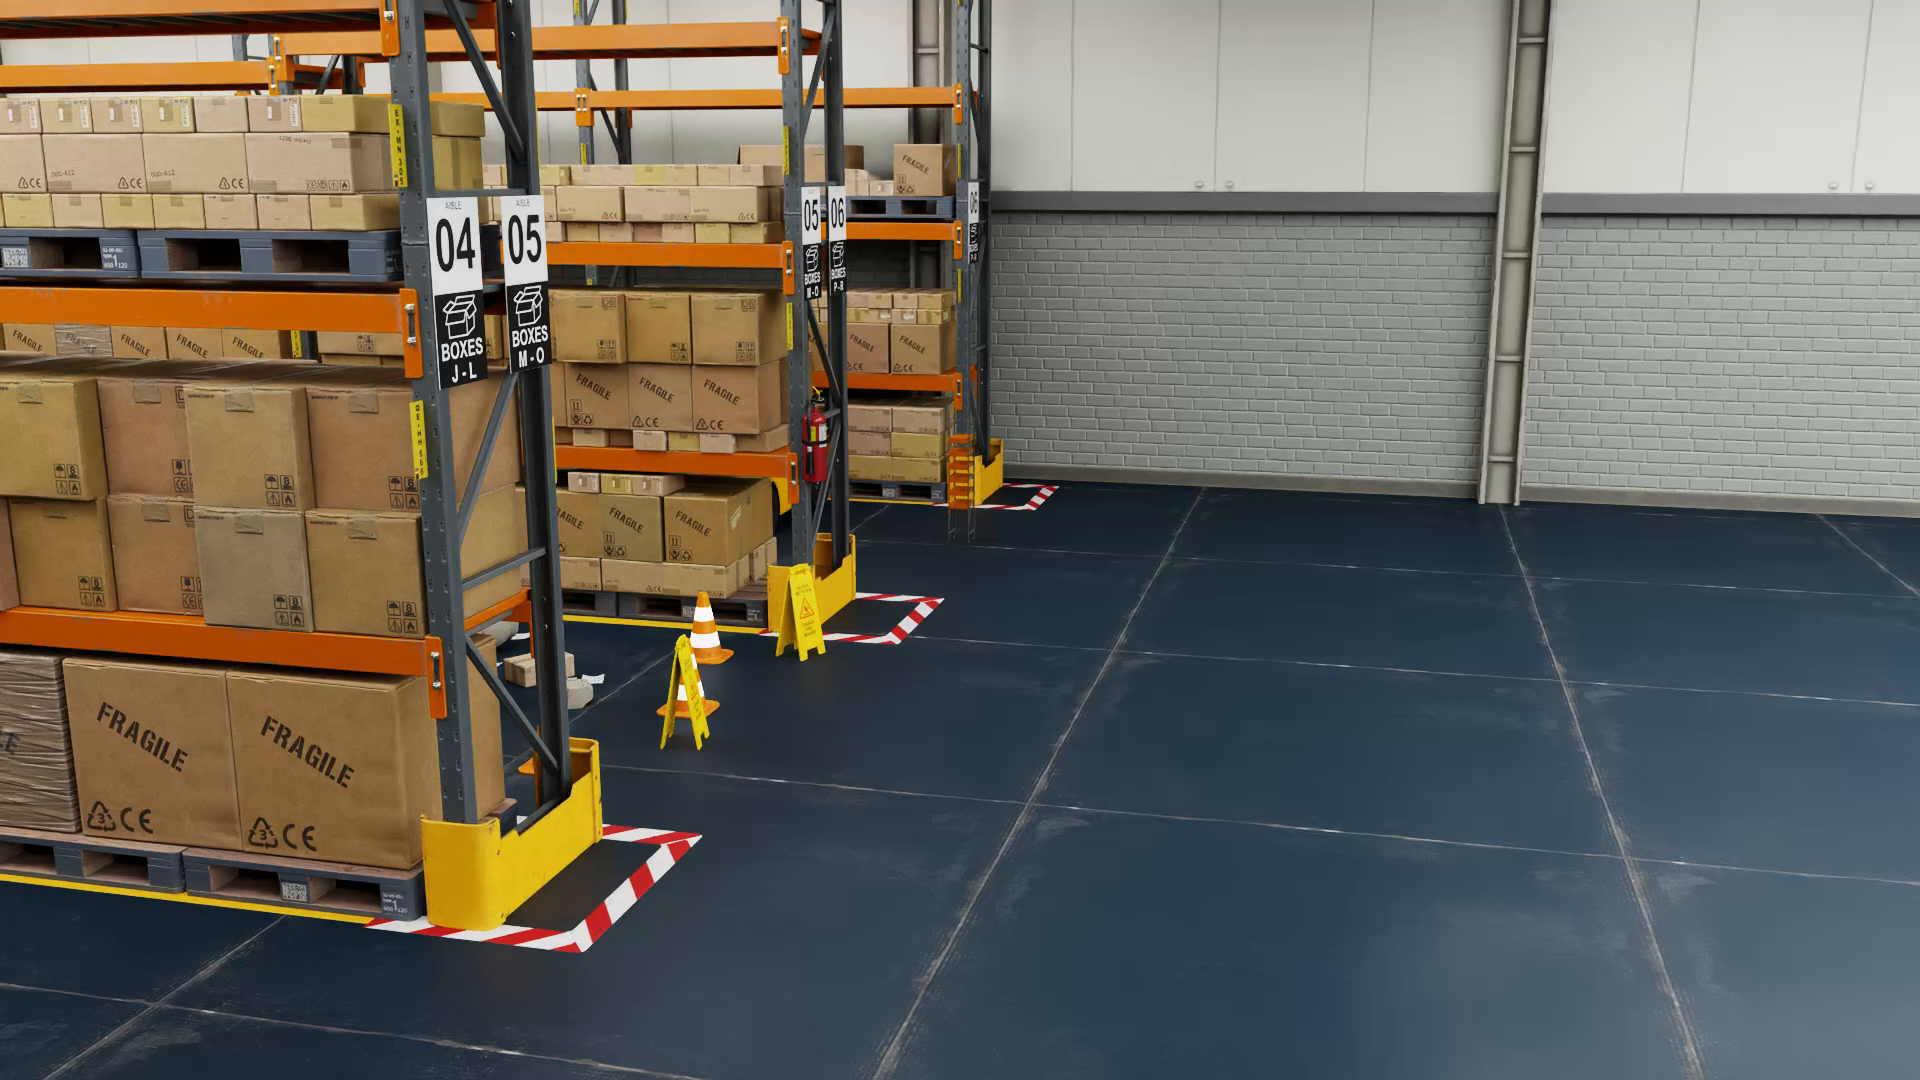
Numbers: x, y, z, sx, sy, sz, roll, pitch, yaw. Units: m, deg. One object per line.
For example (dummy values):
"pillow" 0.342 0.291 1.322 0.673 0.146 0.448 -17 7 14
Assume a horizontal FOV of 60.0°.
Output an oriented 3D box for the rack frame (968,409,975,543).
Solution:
"rack frame" 0.103 -0.580 15.095 0.006 1.200 0.240 3 13 14

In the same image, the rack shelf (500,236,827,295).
"rack shelf" -2.986 -2.116 12.597 4.000 0.370 1.077 3 13 14

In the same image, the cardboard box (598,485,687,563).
"cardboard box" -2.392 -0.141 12.606 0.500 0.500 0.500 4 13 16

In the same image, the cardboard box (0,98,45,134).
"cardboard box" -4.021 -1.863 7.334 0.250 0.149 0.380 3 13 14

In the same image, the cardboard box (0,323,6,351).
"cardboard box" -7.922 -1.615 13.719 0.500 0.500 0.500 4 13 16

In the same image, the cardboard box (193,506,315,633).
"cardboard box" -3.042 0.040 7.796 0.550 0.550 0.875 3 13 14

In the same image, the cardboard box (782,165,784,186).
"cardboard box" -1.340 -2.691 12.268 0.250 0.149 0.380 3 13 13

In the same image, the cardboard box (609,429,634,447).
"cardboard box" -2.447 -0.808 12.547 0.250 0.149 0.380 3 13 14

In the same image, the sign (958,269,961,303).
"sign" -0.002 -2.510 16.420 0.005 0.325 0.100 3 13 14

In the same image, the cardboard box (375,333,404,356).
"cardboard box" -4.062 -1.689 12.712 0.500 0.500 0.700 3 13 14

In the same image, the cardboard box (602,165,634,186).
"cardboard box" -2.406 -2.654 12.102 0.250 0.149 0.380 3 13 14

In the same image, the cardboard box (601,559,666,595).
"cardboard box" -2.394 0.225 12.691 0.500 0.250 0.500 3 13 14

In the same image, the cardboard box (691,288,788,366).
"cardboard box" -1.592 -1.562 12.137 0.500 0.500 0.700 3 13 12

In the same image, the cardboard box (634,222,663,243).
"cardboard box" -2.187 -2.254 12.141 0.250 0.149 0.380 3 13 14

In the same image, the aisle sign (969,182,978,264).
"aisle sign" 0.135 -3.147 16.506 0.004 0.787 0.394 3 13 14

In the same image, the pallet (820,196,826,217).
"pallet" -1.727 -3.469 17.240 1.213 0.211 1.003 3 13 14

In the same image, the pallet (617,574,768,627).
"pallet" -1.898 0.409 12.919 1.213 0.211 1.003 3 13 14

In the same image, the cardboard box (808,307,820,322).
"cardboard box" -1.513 -2.329 17.093 0.250 0.149 0.380 3 13 14

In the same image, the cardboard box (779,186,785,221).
"cardboard box" -1.468 -2.517 12.405 0.500 0.250 0.500 3 13 13

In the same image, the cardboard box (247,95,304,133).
"cardboard box" -2.782 -1.797 7.037 0.250 0.149 0.380 3 13 14

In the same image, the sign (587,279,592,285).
"sign" -3.862 -2.562 17.384 0.005 0.325 0.100 3 13 14

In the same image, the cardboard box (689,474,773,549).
"cardboard box" -1.784 -0.229 13.003 0.500 0.500 0.500 3 13 12

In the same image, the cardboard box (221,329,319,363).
"cardboard box" -5.431 -1.481 13.114 0.500 0.500 0.500 3 13 12

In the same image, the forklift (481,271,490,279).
"forklift" -5.127 -1.532 15.388 3.031 2.935 1.130 -8 15 -33

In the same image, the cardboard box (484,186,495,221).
"cardboard box" -3.580 -2.509 12.367 0.500 0.250 0.500 3 13 14

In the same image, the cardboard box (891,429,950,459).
"cardboard box" -0.406 -1.009 17.097 0.500 0.250 0.500 3 13 13

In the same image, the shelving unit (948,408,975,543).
"shelving unit" 0.014 -0.585 15.117 0.189 1.200 0.258 3 13 14

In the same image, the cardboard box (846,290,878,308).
"cardboard box" -0.988 -2.471 17.045 0.250 0.149 0.380 3 13 14

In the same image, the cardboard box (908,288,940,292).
"cardboard box" -0.376 -2.543 17.371 0.250 0.149 0.380 4 13 15

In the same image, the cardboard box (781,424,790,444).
"cardboard box" -1.324 -0.837 12.679 0.250 0.149 0.380 3 13 14

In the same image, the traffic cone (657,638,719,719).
"traffic cone" -1.706 0.840 10.397 0.334 0.463 0.336 3 13 14

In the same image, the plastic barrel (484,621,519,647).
"plastic barrel" -3.412 0.570 11.703 0.512 0.421 0.421 -9 15 -35

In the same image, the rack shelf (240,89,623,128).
"rack shelf" -5.684 -4.637 17.957 4.000 0.370 1.077 3 13 14

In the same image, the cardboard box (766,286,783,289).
"cardboard box" -1.886 -2.615 17.697 0.250 0.149 0.380 3 13 15

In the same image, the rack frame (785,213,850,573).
"rack frame" -1.044 -0.899 12.376 0.127 3.000 1.000 3 13 14

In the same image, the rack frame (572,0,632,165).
"rack frame" -3.742 -5.079 17.367 0.127 3.000 1.000 3 13 14

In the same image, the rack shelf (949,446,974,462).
"rack shelf" 0.014 -0.776 15.074 0.180 0.103 0.258 3 13 14

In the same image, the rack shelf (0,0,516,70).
"rack shelf" -4.074 -2.339 7.600 4.000 0.370 1.077 3 13 14

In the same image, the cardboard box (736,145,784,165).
"cardboard box" -1.876 -3.796 17.069 0.637 0.503 0.797 3 13 15

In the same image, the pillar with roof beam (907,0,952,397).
"pillar with roof beam" -1.350 -4.192 13.369 0.400 9.000 9.100 3 13 14

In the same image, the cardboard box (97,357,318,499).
"cardboard box" -3.550 -0.547 7.952 0.550 0.550 0.875 3 13 14

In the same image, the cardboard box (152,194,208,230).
"cardboard box" -3.275 -1.434 7.242 0.250 0.149 0.380 3 13 14

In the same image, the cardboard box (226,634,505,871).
"cardboard box" -2.806 0.958 7.941 0.875 0.875 0.875 3 13 14

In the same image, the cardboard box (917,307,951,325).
"cardboard box" -0.262 -2.267 16.816 0.250 0.149 0.380 3 13 14

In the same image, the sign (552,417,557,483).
"sign" -1.993 -0.430 8.083 0.005 0.325 0.100 3 13 14

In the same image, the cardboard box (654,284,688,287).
"cardboard box" -3.126 -2.686 18.018 0.250 0.149 0.380 3 13 12

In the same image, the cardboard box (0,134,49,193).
"cardboard box" -4.136 -1.688 7.468 0.500 0.250 0.500 3 13 14

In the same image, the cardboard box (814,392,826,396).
"cardboard box" -1.744 -1.440 17.884 0.500 0.250 0.500 3 13 12

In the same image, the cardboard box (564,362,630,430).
"cardboard box" -2.607 -1.117 12.441 0.500 0.500 0.500 3 13 13
